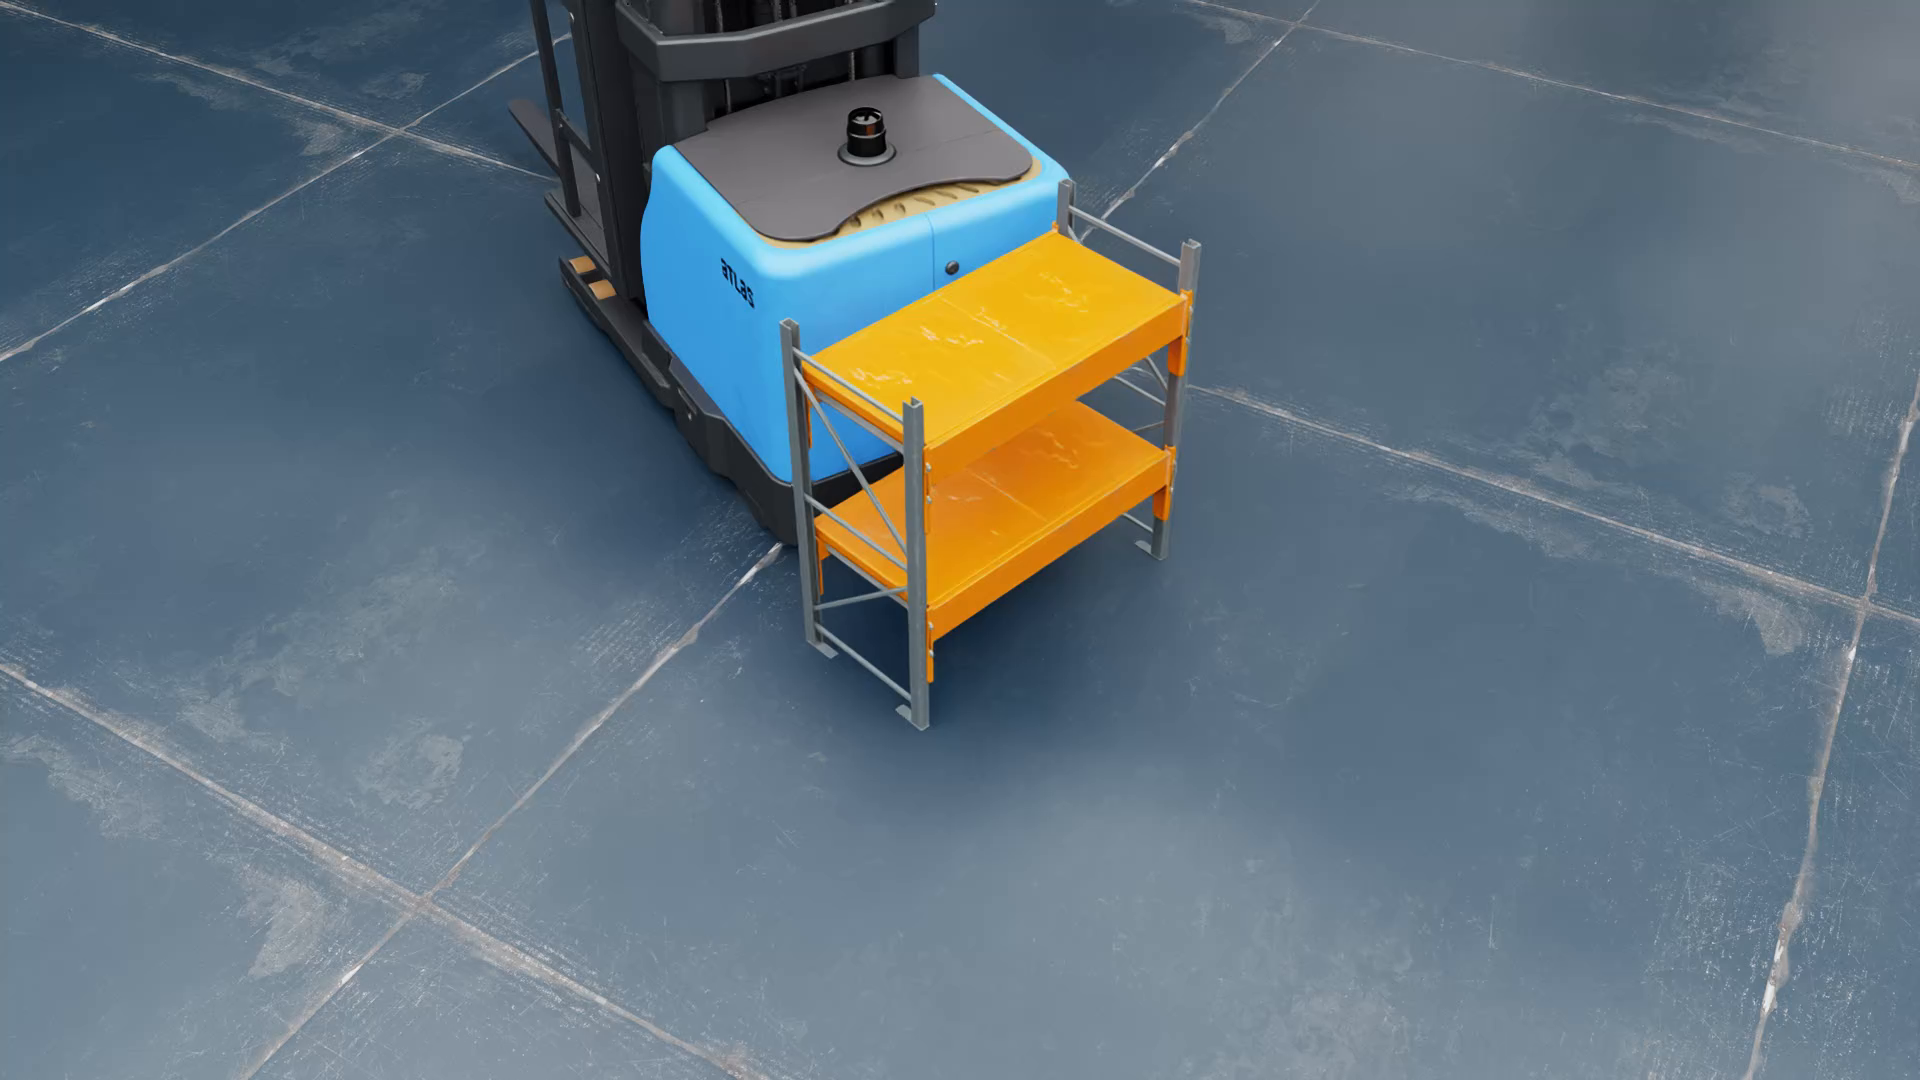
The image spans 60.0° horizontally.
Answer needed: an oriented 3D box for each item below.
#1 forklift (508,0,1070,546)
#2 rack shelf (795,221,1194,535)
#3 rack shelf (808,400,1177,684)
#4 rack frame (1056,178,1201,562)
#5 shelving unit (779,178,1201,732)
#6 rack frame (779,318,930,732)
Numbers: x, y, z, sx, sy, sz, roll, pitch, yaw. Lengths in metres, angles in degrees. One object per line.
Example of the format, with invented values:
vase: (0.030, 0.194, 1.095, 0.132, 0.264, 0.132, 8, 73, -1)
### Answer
forklift: (-0.843, -2.035, 5.343, 1.130, 2.935, 3.031, -22, 46, -23)
rack shelf: (0.096, -0.466, 4.485, 1.000, 0.278, 0.538, -33, 51, -31)
rack shelf: (0.096, -0.062, 4.840, 1.000, 0.278, 0.538, -33, 51, -31)
rack frame: (0.462, -0.479, 4.943, 0.032, 1.125, 0.500, -33, 51, -31)
shelving unit: (0.096, -0.246, 4.678, 1.048, 1.125, 0.538, -33, 51, -31)
rack frame: (-0.269, -0.012, 4.413, 0.032, 1.125, 0.500, -33, 51, -31)
